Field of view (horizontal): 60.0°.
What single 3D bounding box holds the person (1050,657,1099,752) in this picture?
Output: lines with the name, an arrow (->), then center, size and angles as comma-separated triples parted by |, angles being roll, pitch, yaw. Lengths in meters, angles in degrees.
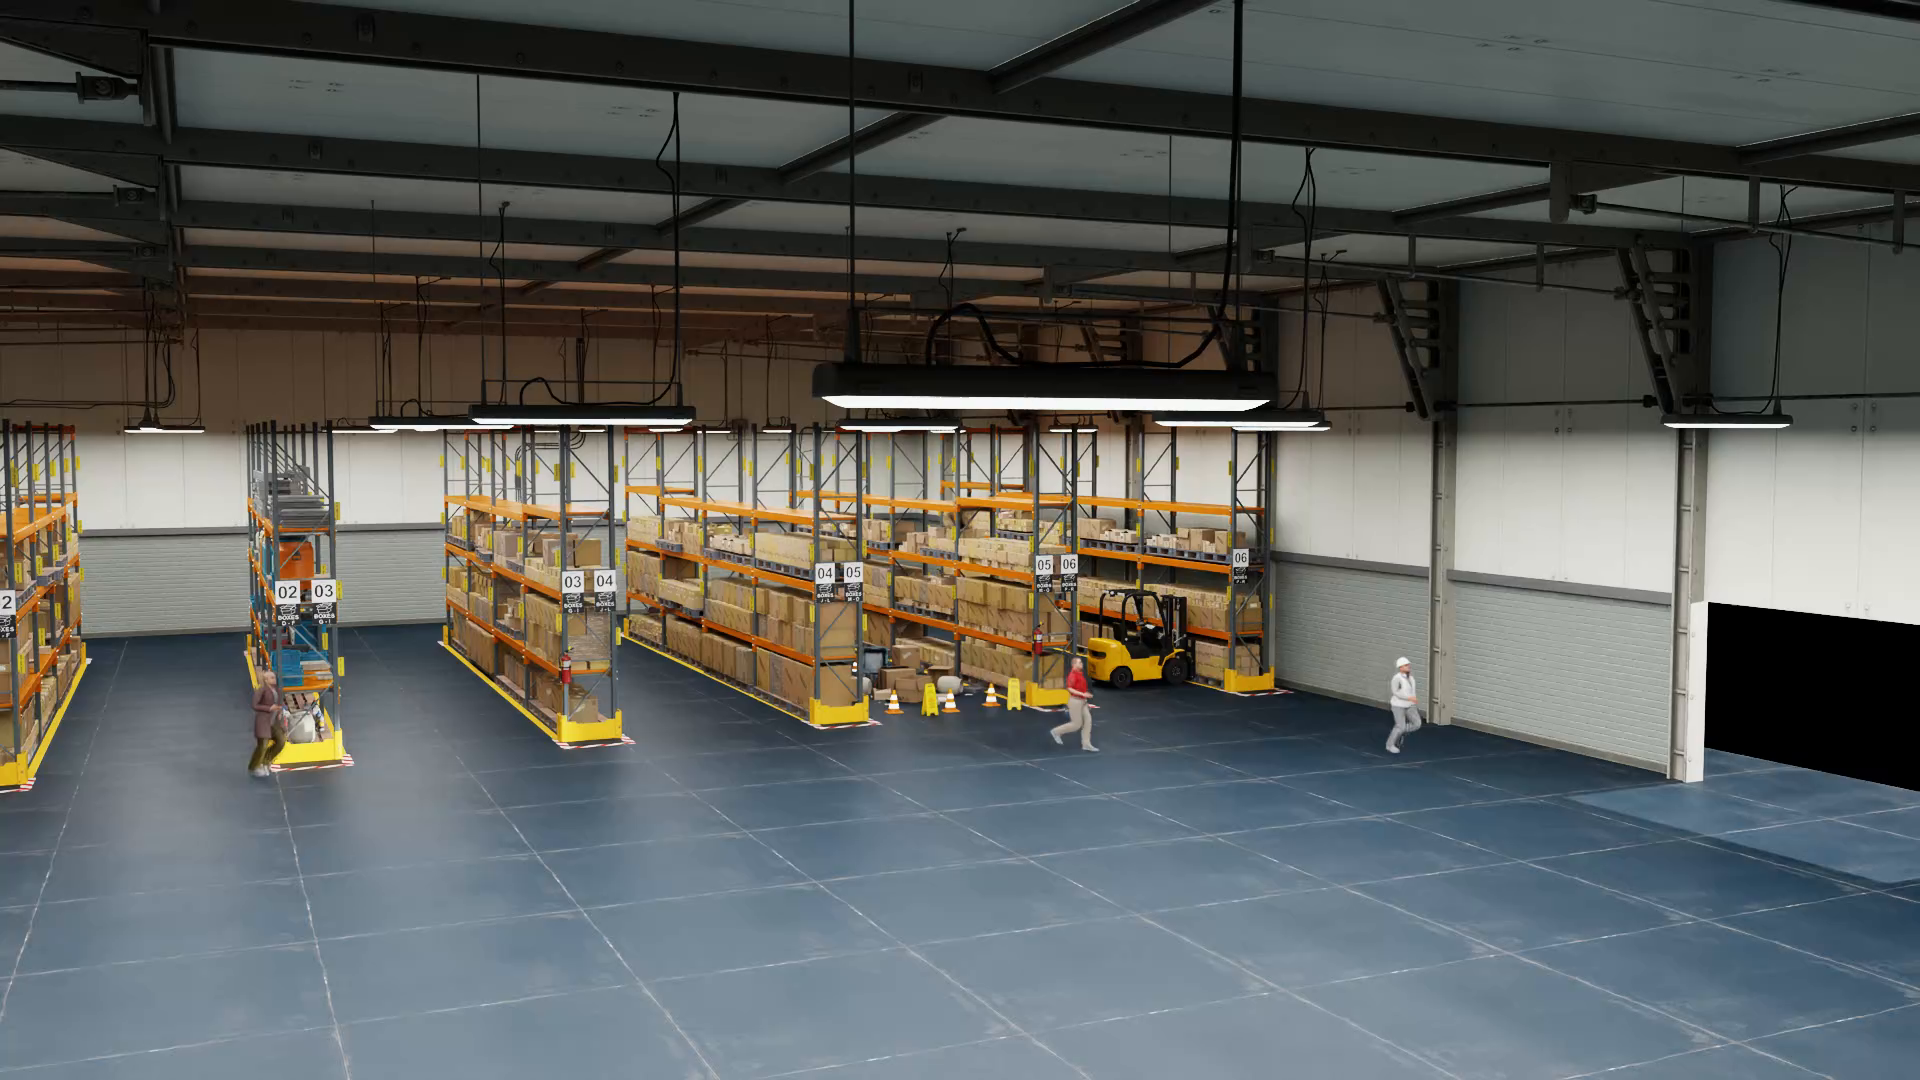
person -> 2.098, 2.988, 30.222 | 0.888, 1.718, 0.665 | 1, 4, 17

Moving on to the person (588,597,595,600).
person -> -10.351, 2.020, 46.365 | 0.617, 1.680, 0.825 | -1, 4, -12

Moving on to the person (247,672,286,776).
person -> -11.625, 3.103, 28.061 | 0.709, 1.763, 0.716 | 1, 4, 20

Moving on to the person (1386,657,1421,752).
person -> 8.045, 2.982, 30.030 | 0.682, 1.734, 0.703 | -3, 4, -36

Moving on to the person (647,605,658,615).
person -> -8.965, 1.802, 49.153 | 0.772, 1.698, 0.691 | -1, 4, -18
